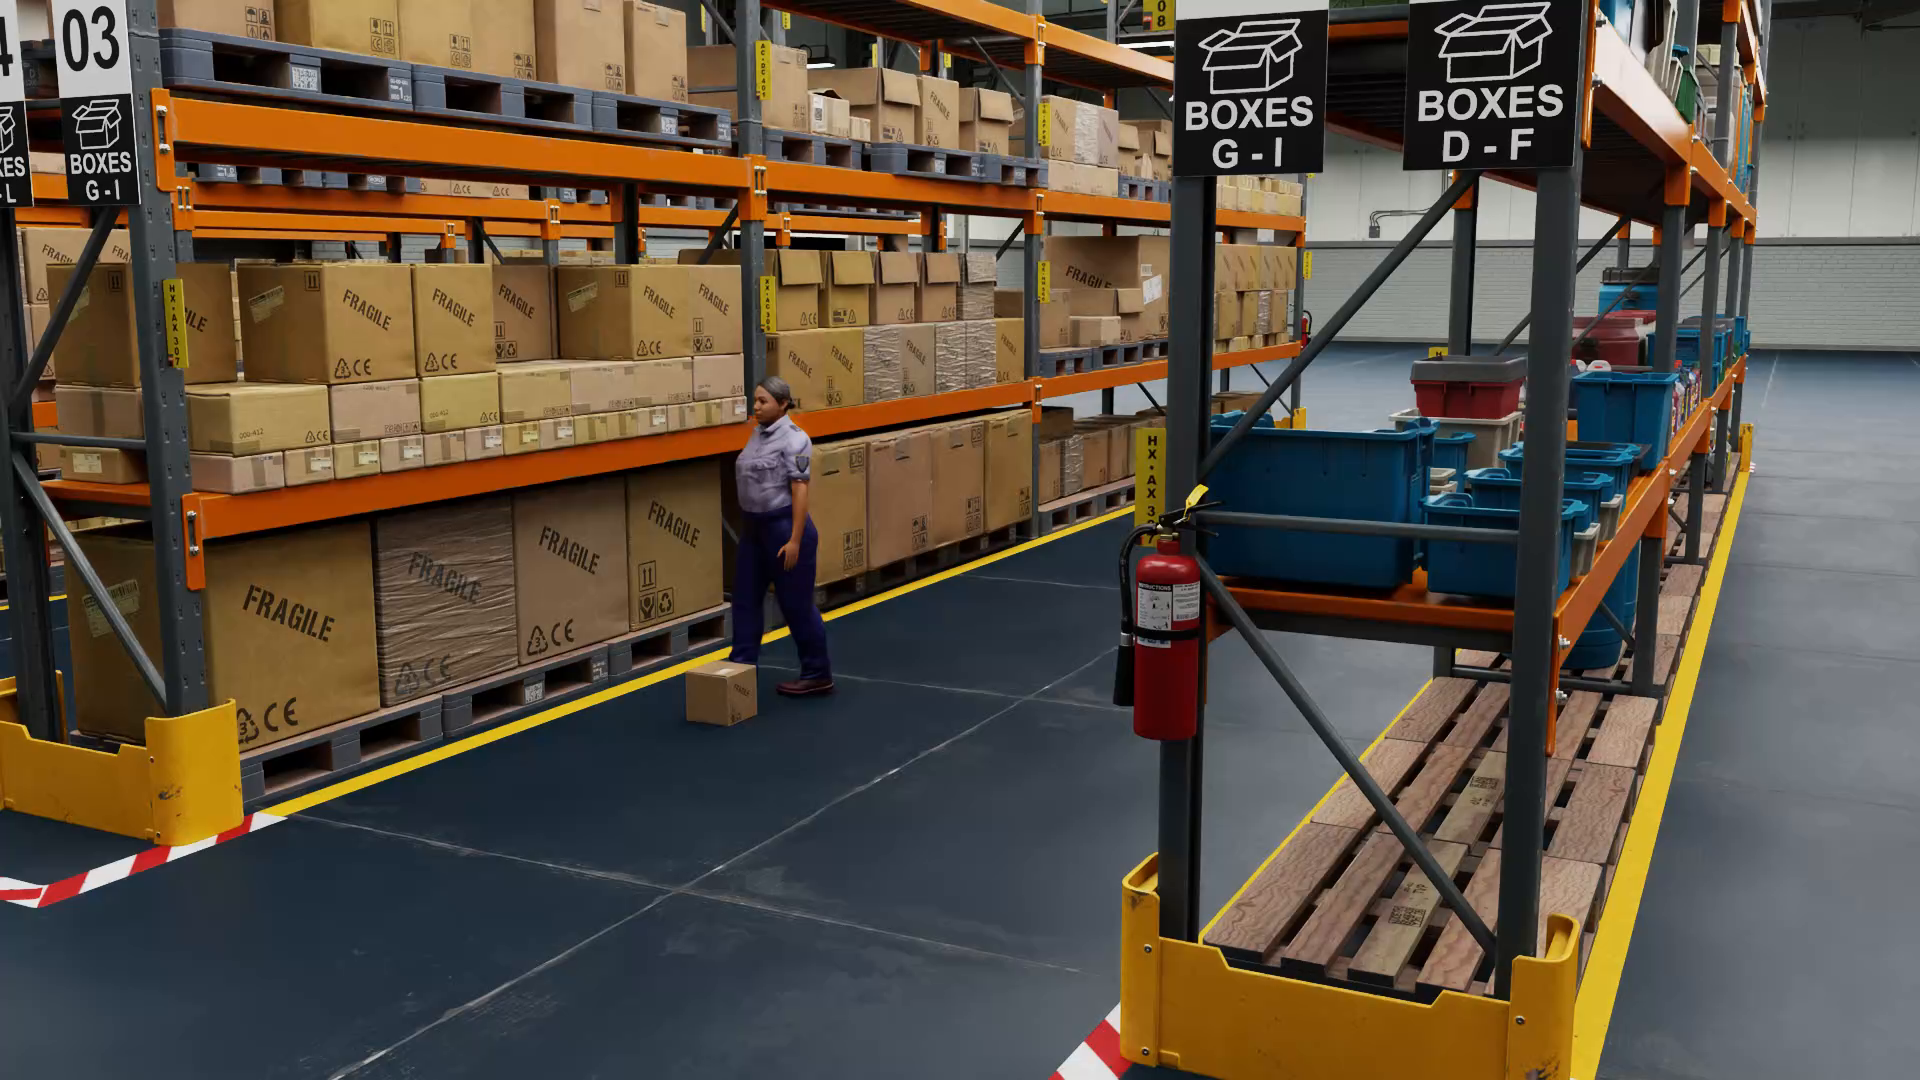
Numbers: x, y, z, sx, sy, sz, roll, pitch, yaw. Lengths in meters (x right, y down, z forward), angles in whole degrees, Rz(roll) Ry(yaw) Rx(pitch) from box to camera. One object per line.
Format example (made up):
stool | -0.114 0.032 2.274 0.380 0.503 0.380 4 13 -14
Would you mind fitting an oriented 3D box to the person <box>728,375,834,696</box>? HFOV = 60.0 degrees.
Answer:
person | -0.985 -0.001 8.435 0.631 1.628 0.470 -7 12 -39
